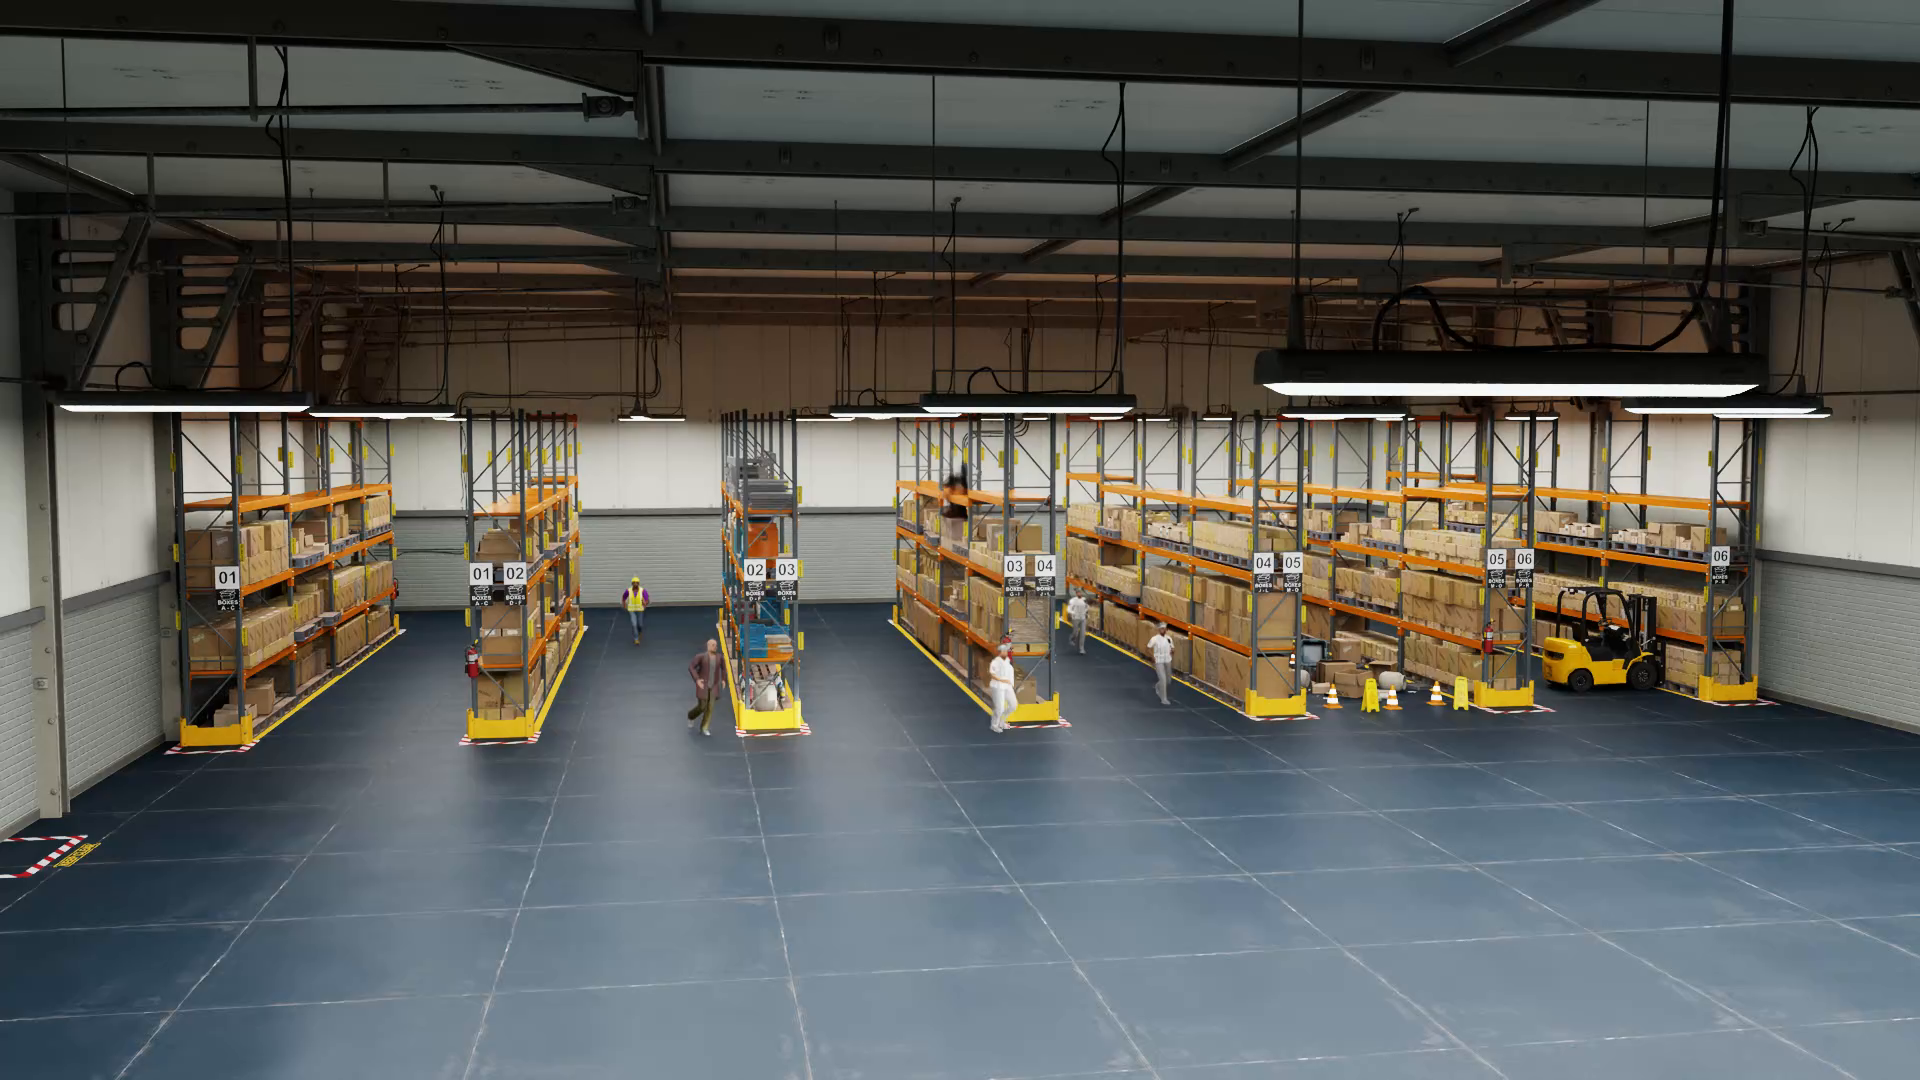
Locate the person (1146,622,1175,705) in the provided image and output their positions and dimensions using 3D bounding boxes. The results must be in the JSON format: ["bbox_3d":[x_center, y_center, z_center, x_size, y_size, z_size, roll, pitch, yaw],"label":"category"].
[{"bbox_3d":[4.134,2.504,34.118,0.588,1.669,0.834,-1,4,-19],"label":"person"}]

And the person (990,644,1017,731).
[{"bbox_3d":[0.826,2.750,30.887,0.631,1.630,0.592,-4,5,-41],"label":"person"}]

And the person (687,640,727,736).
[{"bbox_3d":[-4.656,2.707,30.843,0.751,1.733,0.732,-3,5,-33],"label":"person"}]

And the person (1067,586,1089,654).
[{"bbox_3d":[2.976,1.980,41.500,0.618,1.669,0.890,-1,4,-16],"label":"person"}]

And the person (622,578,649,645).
[{"bbox_3d":[-8.438,1.838,43.286,0.702,1.734,0.737,-1,4,-13],"label":"person"}]
